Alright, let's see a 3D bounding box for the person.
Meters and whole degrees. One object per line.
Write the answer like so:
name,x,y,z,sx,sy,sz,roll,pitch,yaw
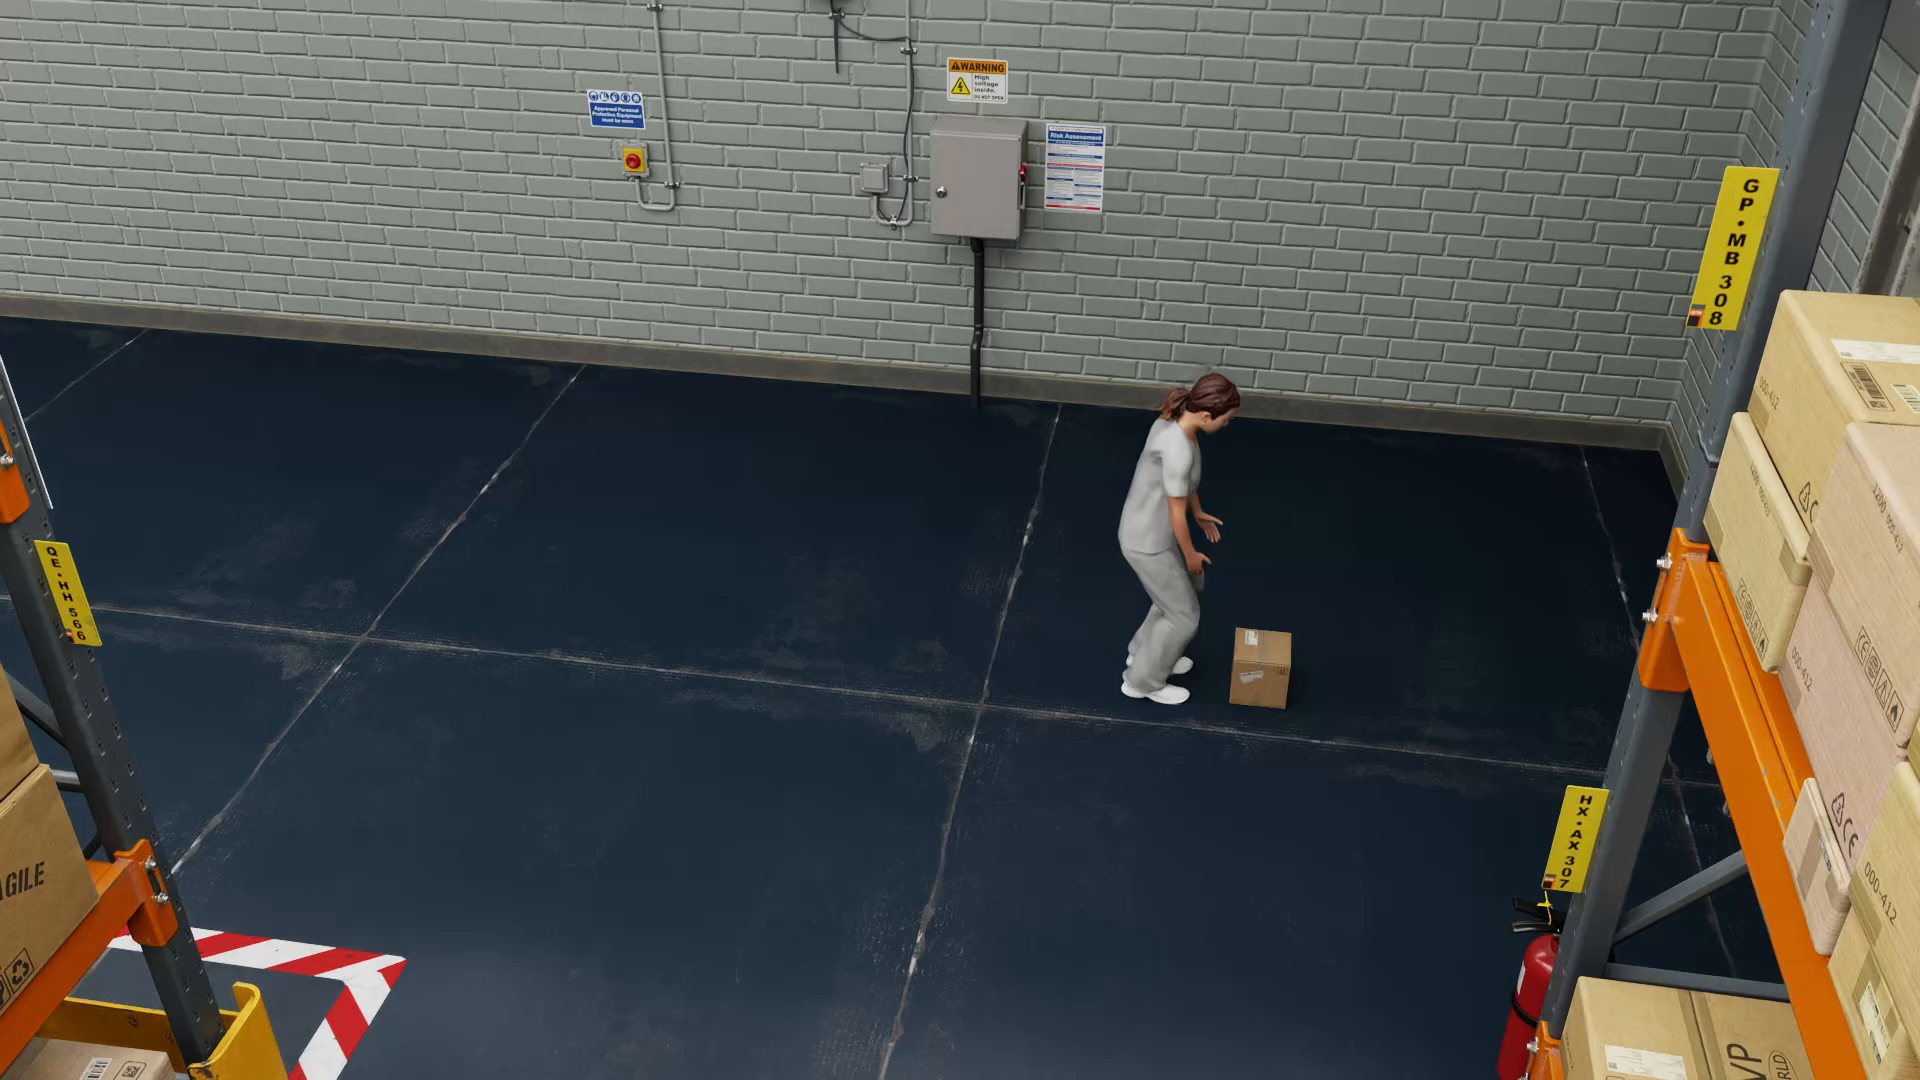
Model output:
person,0.932,-0.024,7.281,0.467,1.573,0.475,6,33,9
